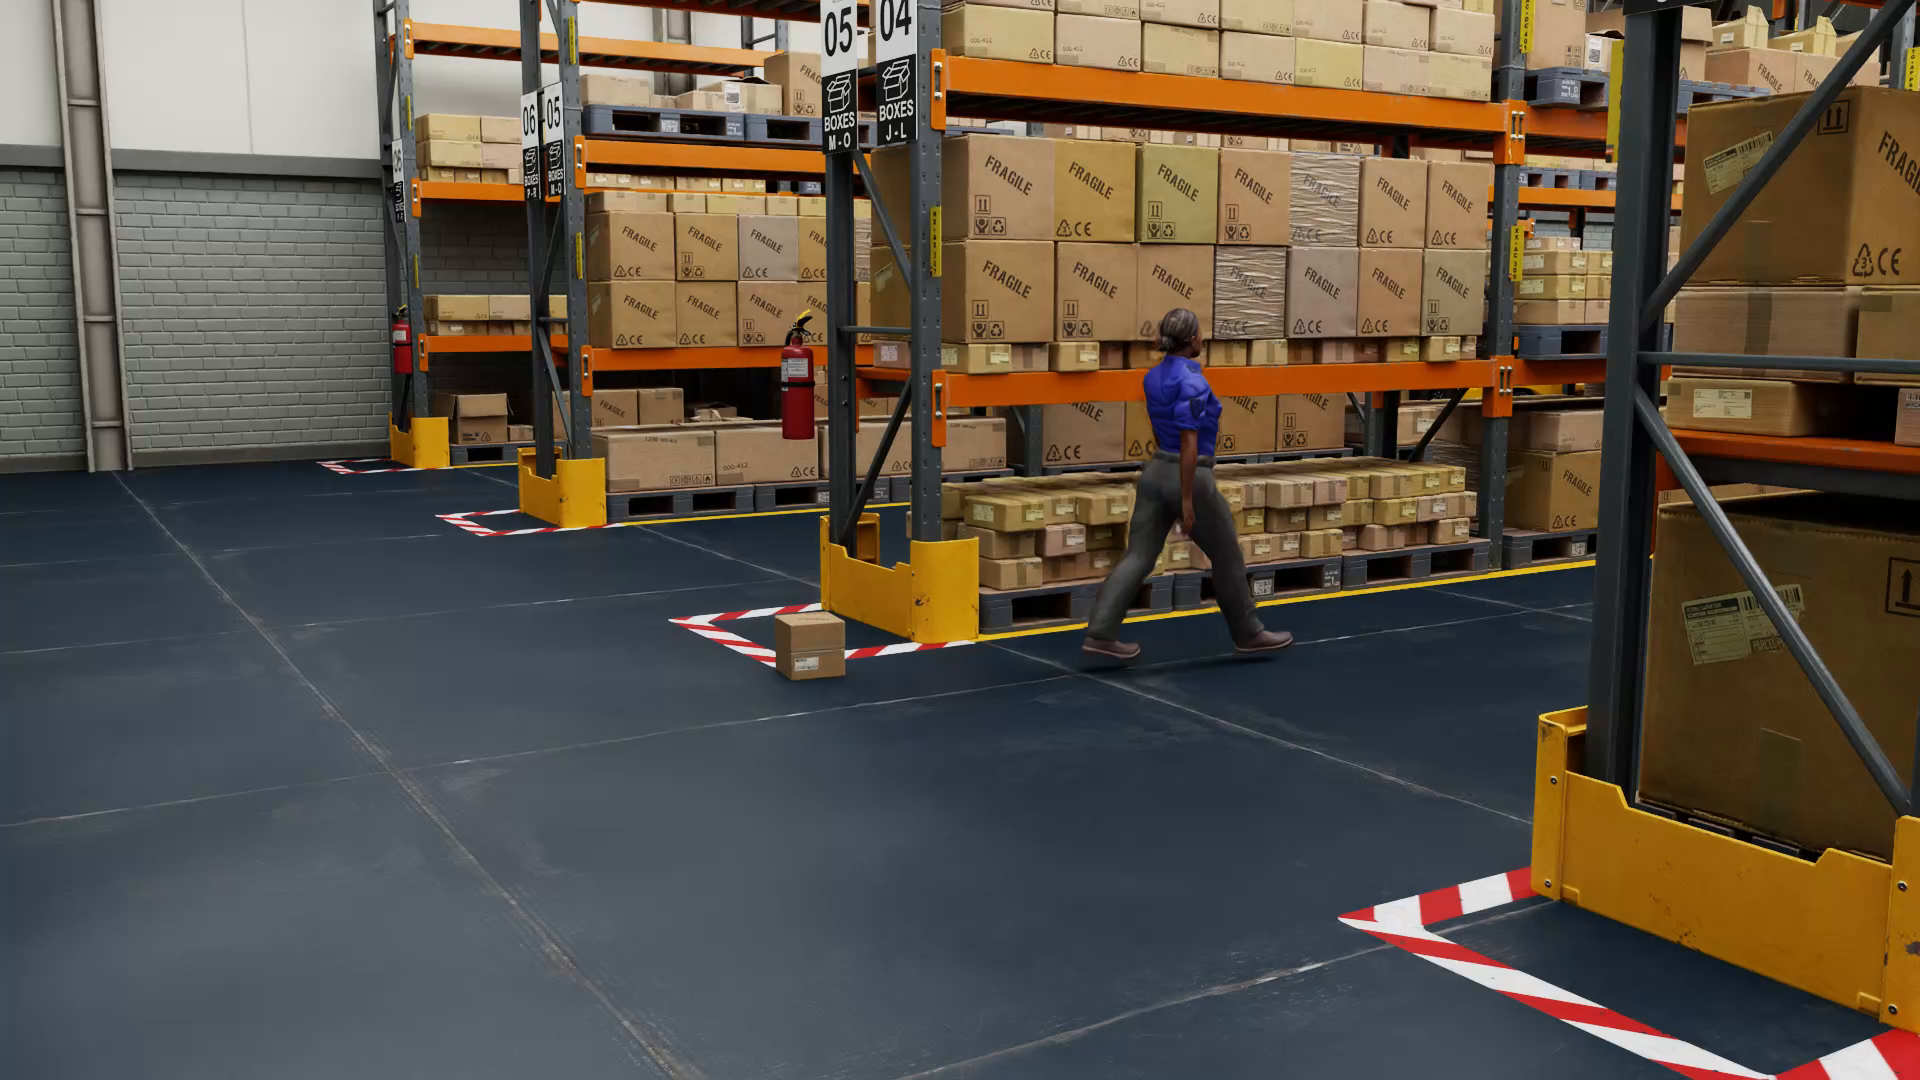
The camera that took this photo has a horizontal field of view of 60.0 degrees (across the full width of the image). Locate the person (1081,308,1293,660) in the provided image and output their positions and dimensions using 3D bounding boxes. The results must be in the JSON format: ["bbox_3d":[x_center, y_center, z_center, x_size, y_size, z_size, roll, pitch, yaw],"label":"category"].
[{"bbox_3d":[1.040,-0.255,7.561,1.035,1.587,0.480,-5,10,-33],"label":"person"}]
